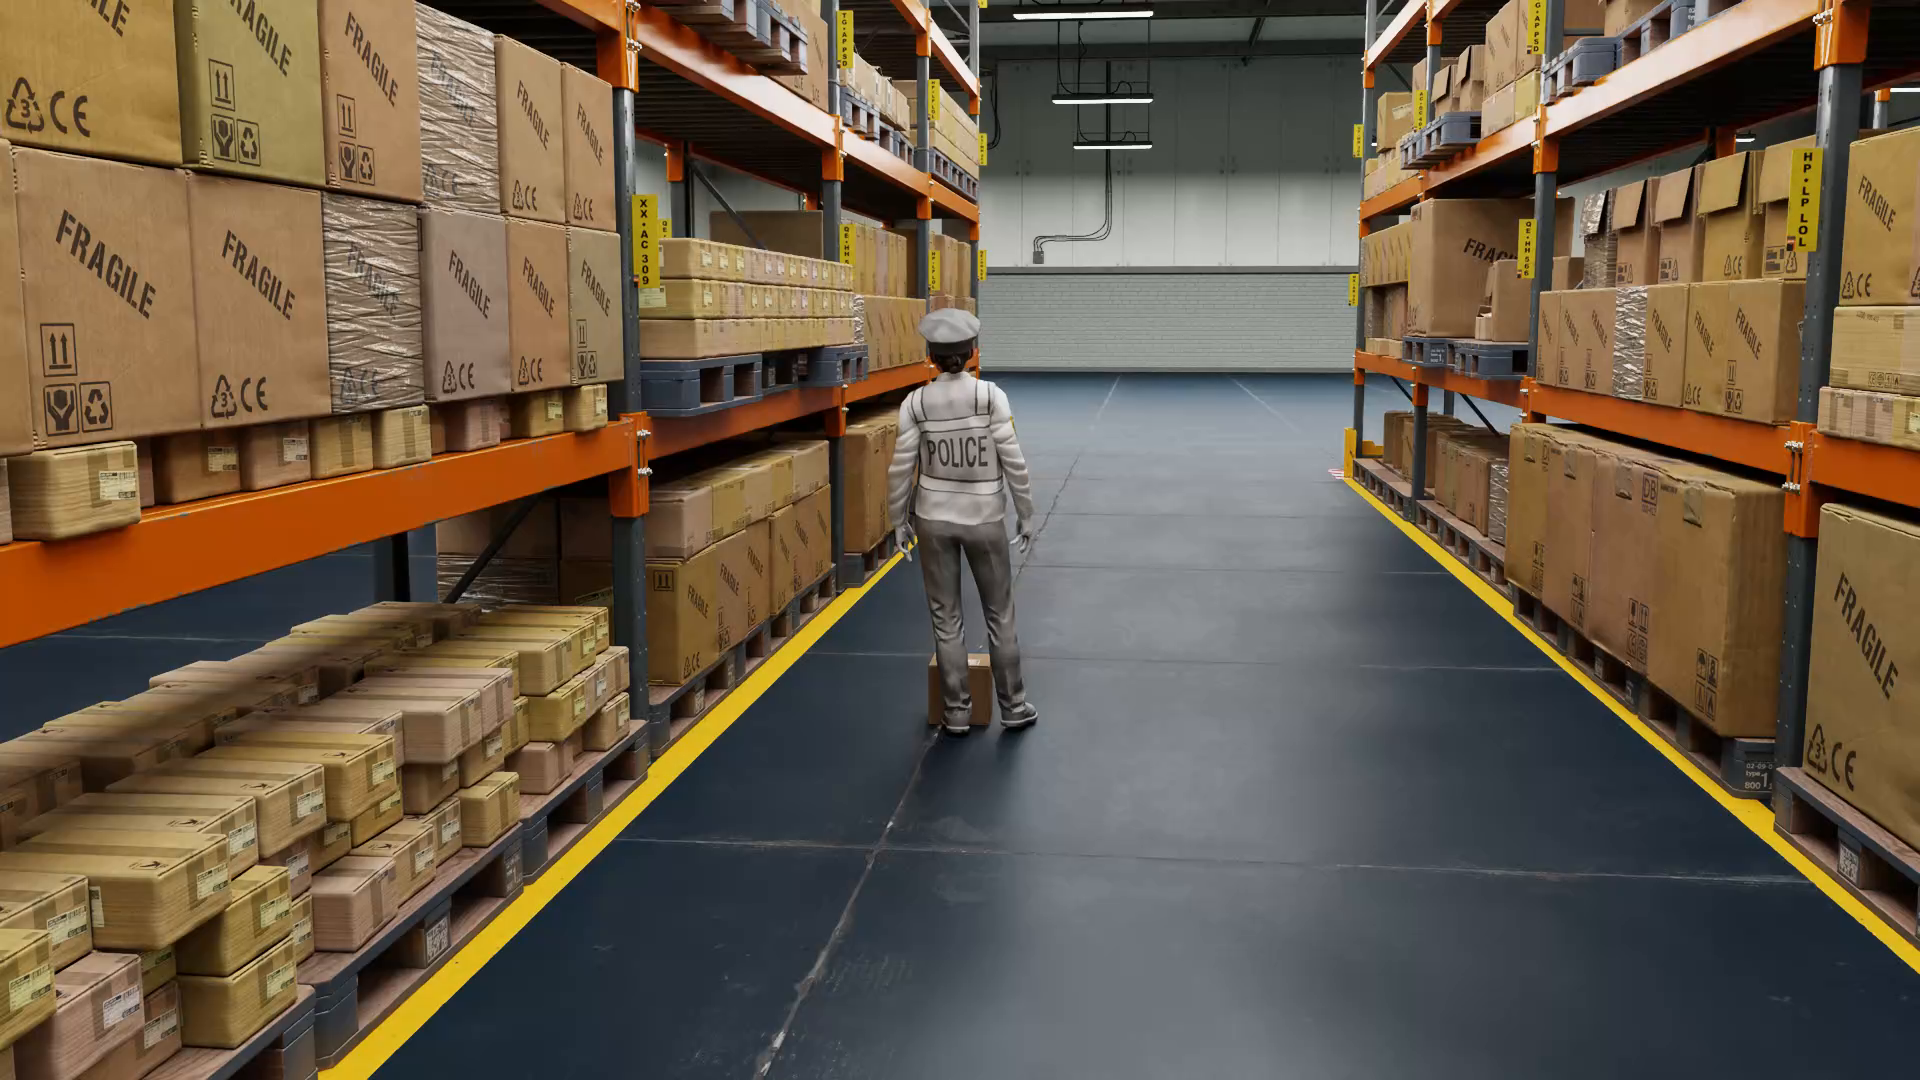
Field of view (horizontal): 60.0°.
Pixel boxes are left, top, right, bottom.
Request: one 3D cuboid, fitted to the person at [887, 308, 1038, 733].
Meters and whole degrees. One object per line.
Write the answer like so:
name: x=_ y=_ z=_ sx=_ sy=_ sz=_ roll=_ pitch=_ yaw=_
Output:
person: x=0.012 y=-0.073 z=6.651 sx=0.586 sy=1.694 sz=0.531 roll=1 pitch=8 yaw=6
